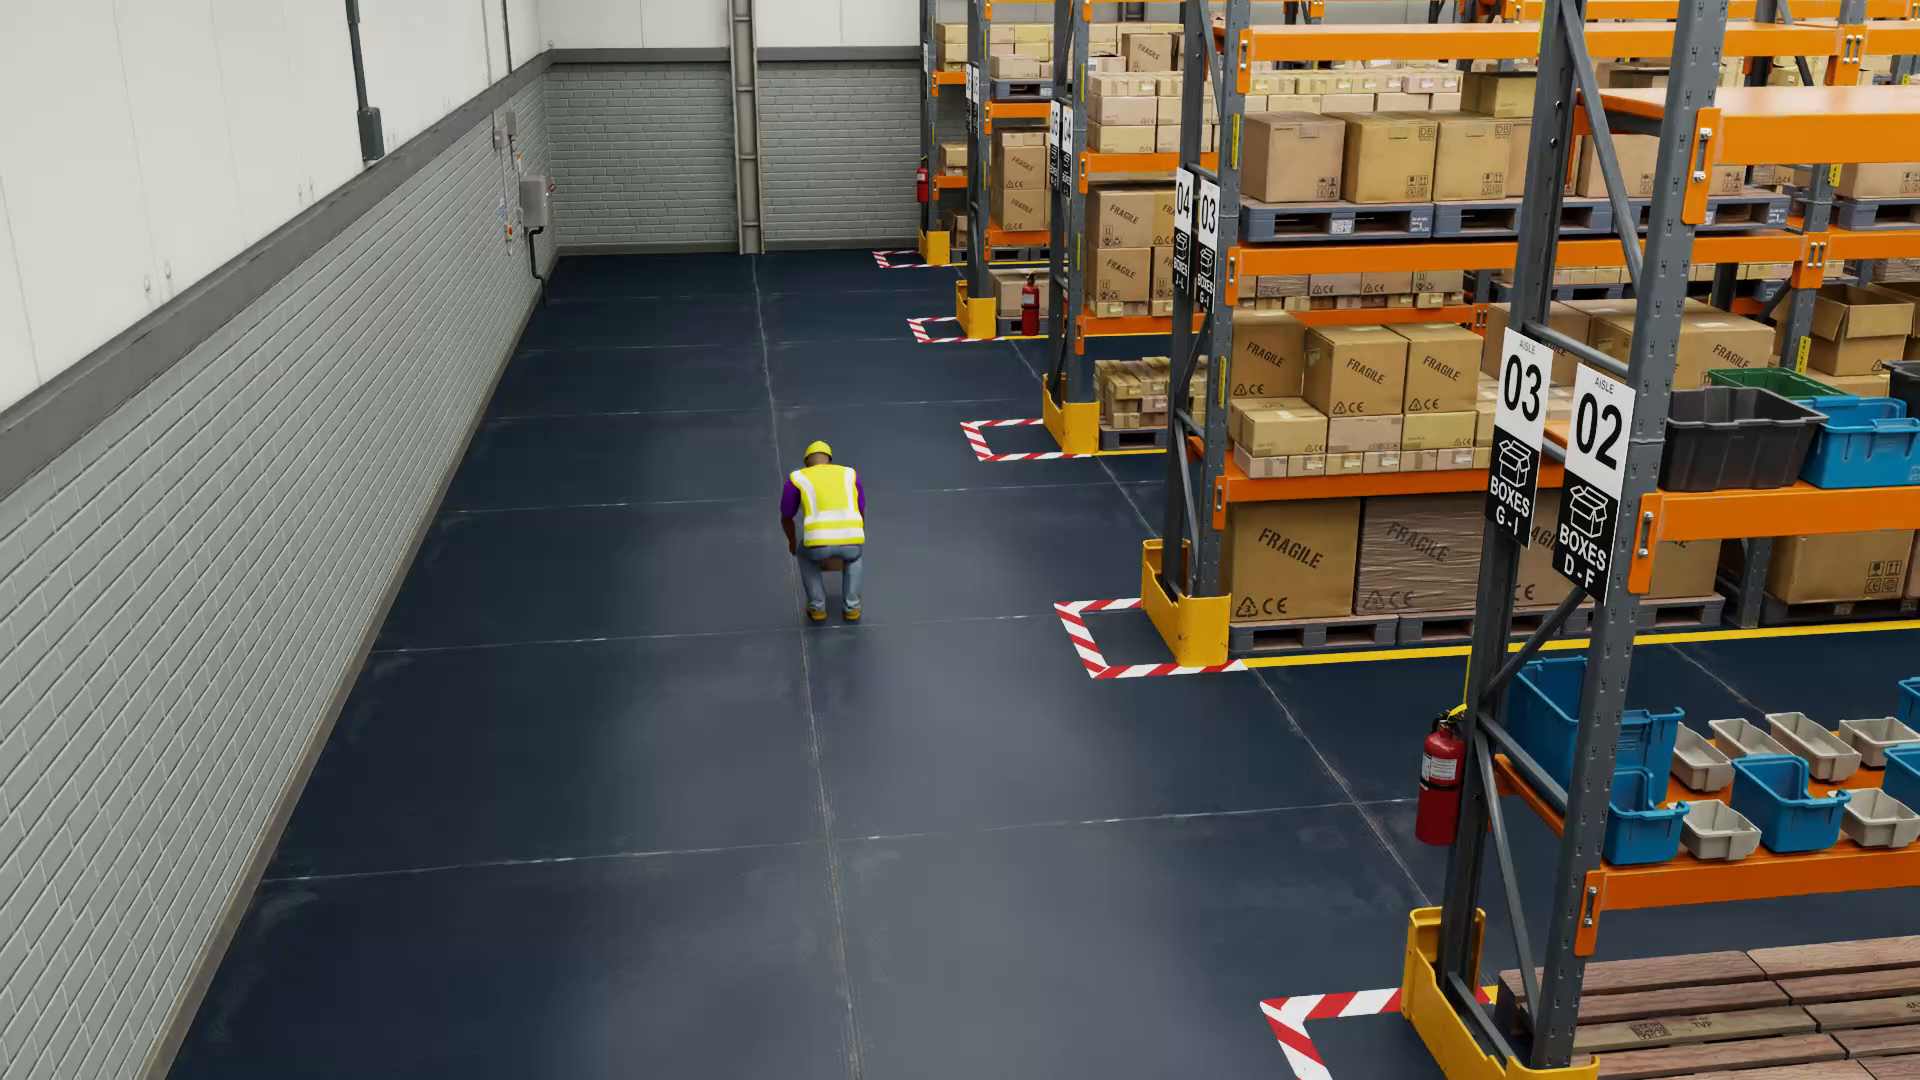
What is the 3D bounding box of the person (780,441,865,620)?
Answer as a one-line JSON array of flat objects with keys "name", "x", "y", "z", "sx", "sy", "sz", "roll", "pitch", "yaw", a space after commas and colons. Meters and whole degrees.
[{"name": "person", "x": -0.977, "y": -0.051, "z": 12.007, "sx": 0.620, "sy": 1.207, "sz": 0.839, "roll": -3, "pitch": 20, "yaw": -8}]
